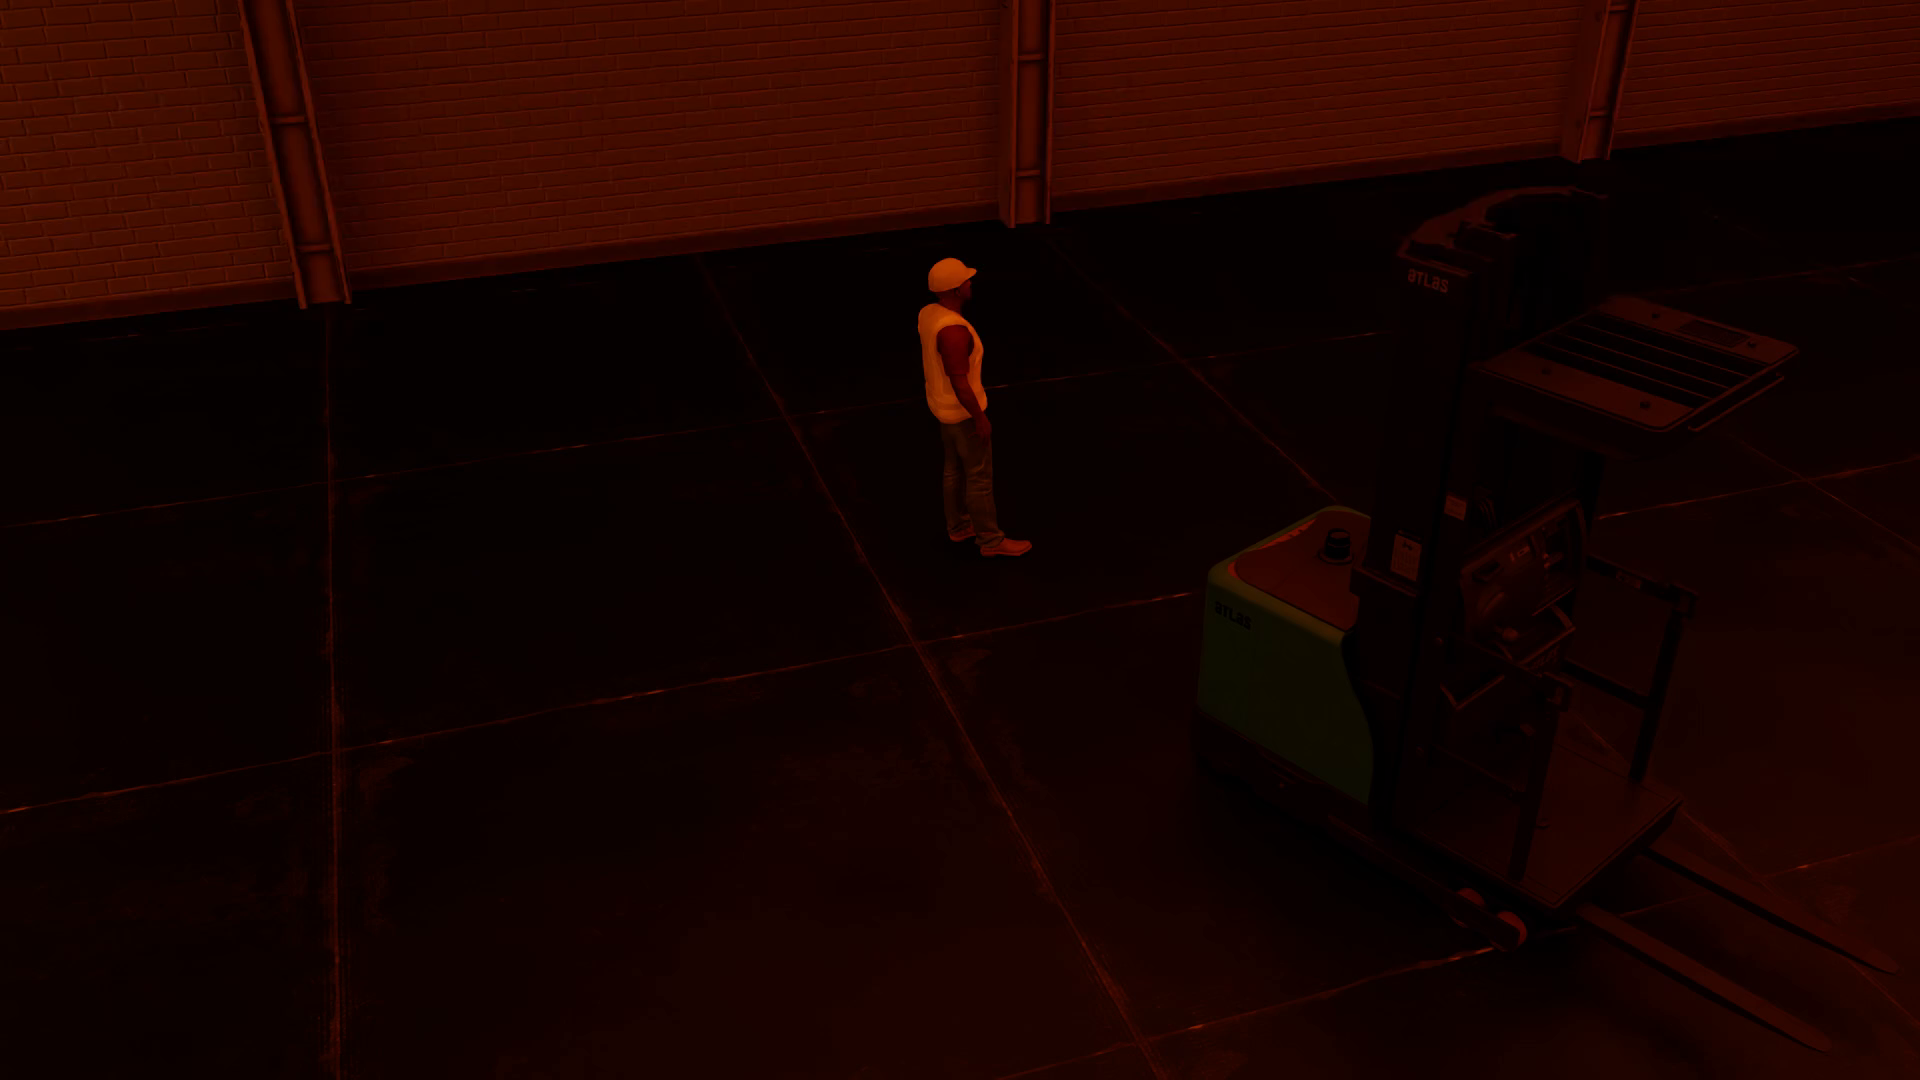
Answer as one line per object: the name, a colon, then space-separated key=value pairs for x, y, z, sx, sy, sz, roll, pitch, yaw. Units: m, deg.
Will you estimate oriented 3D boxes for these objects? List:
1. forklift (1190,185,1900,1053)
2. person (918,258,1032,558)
forklift: x=2.485 y=0.175 z=6.783 sx=1.130 sy=2.935 sz=3.031 roll=-24 pitch=38 yaw=-35
person: x=0.069 y=-0.779 z=9.594 sx=0.575 sy=1.768 sz=0.658 roll=-10 pitch=31 yaw=-16
